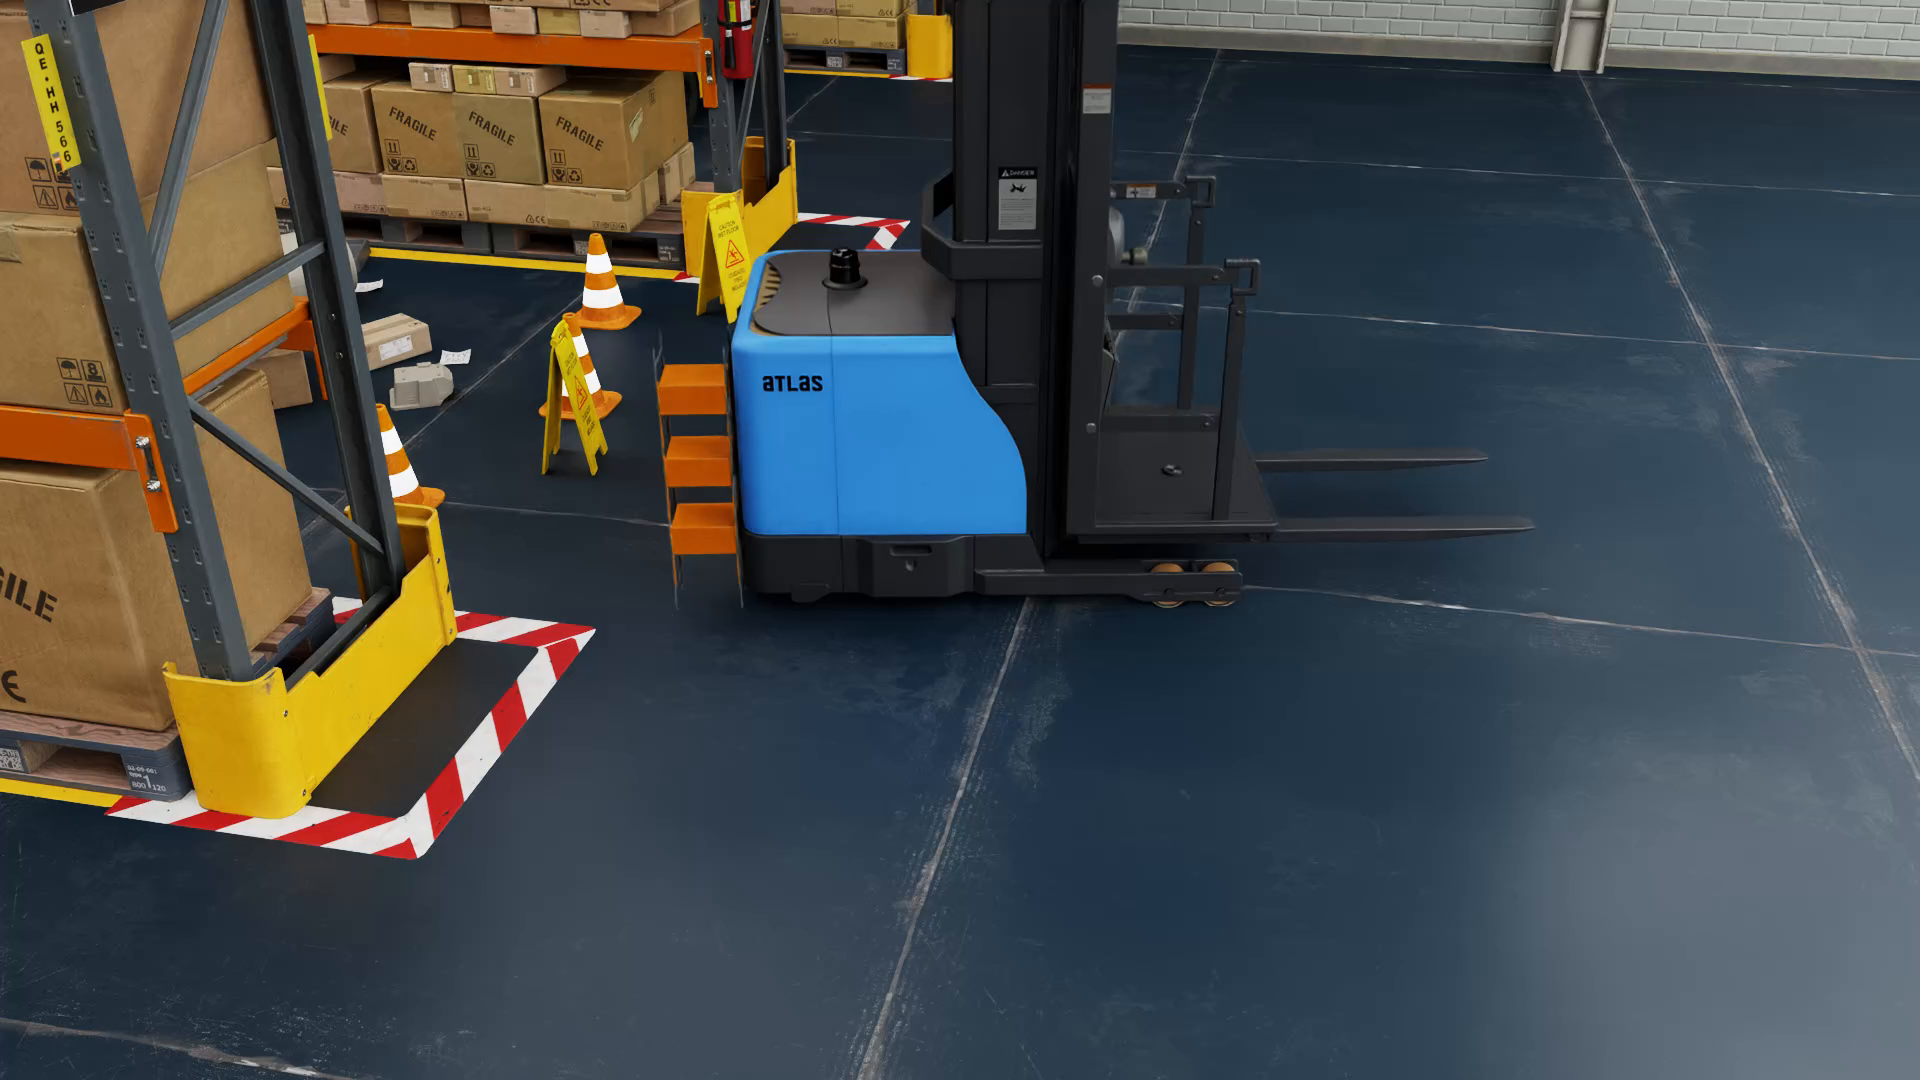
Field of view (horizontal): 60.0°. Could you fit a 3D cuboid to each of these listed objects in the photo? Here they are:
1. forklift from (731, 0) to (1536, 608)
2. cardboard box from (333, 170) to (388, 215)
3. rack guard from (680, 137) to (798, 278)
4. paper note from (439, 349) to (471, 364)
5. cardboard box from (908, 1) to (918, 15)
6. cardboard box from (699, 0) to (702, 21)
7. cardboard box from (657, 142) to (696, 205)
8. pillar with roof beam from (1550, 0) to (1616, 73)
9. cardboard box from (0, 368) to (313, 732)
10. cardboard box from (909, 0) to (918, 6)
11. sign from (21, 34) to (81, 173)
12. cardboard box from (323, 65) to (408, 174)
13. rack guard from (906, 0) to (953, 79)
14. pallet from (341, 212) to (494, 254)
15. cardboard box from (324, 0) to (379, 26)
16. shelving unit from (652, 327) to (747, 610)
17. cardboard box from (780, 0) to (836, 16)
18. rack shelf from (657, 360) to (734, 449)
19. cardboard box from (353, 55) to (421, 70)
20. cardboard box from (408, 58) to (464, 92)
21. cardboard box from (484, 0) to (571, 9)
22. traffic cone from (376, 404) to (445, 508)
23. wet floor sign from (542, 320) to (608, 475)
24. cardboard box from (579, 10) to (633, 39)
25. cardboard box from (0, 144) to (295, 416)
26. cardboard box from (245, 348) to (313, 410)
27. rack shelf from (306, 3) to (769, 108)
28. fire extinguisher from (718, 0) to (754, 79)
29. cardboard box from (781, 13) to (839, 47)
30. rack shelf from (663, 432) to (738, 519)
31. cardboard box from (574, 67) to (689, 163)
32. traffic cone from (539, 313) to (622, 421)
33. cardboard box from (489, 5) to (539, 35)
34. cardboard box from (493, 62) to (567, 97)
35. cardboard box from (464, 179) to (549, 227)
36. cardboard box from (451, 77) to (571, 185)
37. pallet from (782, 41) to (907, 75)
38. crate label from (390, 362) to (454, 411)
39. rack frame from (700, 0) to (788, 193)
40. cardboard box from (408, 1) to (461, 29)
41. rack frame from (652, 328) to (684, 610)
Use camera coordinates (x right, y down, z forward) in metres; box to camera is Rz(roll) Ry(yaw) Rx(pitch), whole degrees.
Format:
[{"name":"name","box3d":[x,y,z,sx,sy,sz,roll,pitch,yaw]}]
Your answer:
[{"name":"forklift","box3d":[0.688,-1.285,6.045,3.031,2.935,1.130,0,29,-1]},{"name":"cardboard box","box3d":[-3.562,-2.164,10.005,0.500,0.250,0.500,5,29,10]},{"name":"rack guard","box3d":[-1.289,-1.982,9.850,0.348,0.500,1.175,6,29,11]},{"name":"paper note","box3d":[-2.555,-0.928,8.414,0.142,0.019,0.148,-4,29,-7]},{"name":"cardboard box","box3d":[-0.621,-4.521,14.311,0.500,0.250,0.500,6,29,11]},{"name":"cardboard box","box3d":[-1.504,-3.092,9.535,0.250,0.149,0.380,6,29,11]},{"name":"cardboard box","box3d":[-1.946,-2.260,10.180,0.500,0.250,0.500,6,29,10]},{"name":"pillar with roof beam","box3d":[4.294,-5.903,8.162,0.400,9.000,9.100,6,29,11]},{"name":"cardboard box","box3d":[-2.826,-0.025,5.448,0.875,0.875,0.875,6,29,11]},{"name":"cardboard box","box3d":[-0.598,-4.744,14.198,0.500,0.250,0.500,6,29,11]},{"name":"sign","box3d":[-2.276,-1.094,4.173,0.005,0.325,0.100,6,29,11]},{"name":"cardboard box","box3d":[-3.573,-2.492,9.823,0.500,0.500,0.500,7,30,13]},{"name":"rack guard","box3d":[-0.158,-4.303,14.090,0.348,0.500,1.175,6,29,11]},{"name":"pallet","box3d":[-3.265,-2.077,10.323,1.213,0.211,1.003,6,29,11]},{"name":"cardboard box","box3d":[-3.384,-3.035,9.431,0.250,0.149,0.380,6,29,10]},{"name":"shelving unit","box3d":[-0.948,-0.249,6.109,0.252,1.050,0.215,-1,28,-2]},{"name":"cardboard box","box3d":[-1.211,-4.557,13.855,0.500,0.250,0.500,6,29,10]},{"name":"rack shelf","box3d":[-0.948,-0.490,5.981,0.240,0.259,0.215,-1,28,-2]},{"name":"cardboard box","box3d":[-3.495,-2.745,10.285,0.500,0.500,0.500,7,30,13]},{"name":"cardboard box","box3d":[-2.928,-2.679,9.490,0.250,0.149,0.380,7,29,13]},{"name":"cardboard box","box3d":[-2.292,-3.222,9.099,0.500,0.500,0.500,6,29,11]},{"name":"traffic cone","box3d":[-2.372,-0.343,6.895,0.334,0.463,0.336,6,29,11]},{"name":"wet floor sign","box3d":[-1.708,-0.630,7.229,0.232,0.644,0.267,1,29,2]},{"name":"cardboard box","box3d":[-1.896,-2.871,9.132,0.250,0.149,0.380,6,29,10]},{"name":"cardboard box","box3d":[-2.522,-0.818,4.964,0.550,0.550,0.875,6,29,11]},{"name":"cardboard box","box3d":[-3.461,-0.963,7.985,0.637,0.503,0.797,-14,32,-24]},{"name":"rack shelf","box3d":[-3.170,-2.956,9.774,4.000,0.370,1.077,6,29,11]},{"name":"fire extinguisher","box3d":[-1.199,-2.809,8.838,0.183,0.674,0.296,6,29,11]},{"name":"cardboard box","box3d":[-1.191,-4.333,13.968,0.500,0.250,0.500,6,29,11]},{"name":"rack shelf","box3d":[-0.948,-0.240,6.114,0.240,0.259,0.215,-1,28,-2]},{"name":"cardboard box","box3d":[-1.969,-2.591,10.004,0.500,0.500,0.500,5,29,9]},{"name":"traffic cone","box3d":[-1.804,-0.840,7.802,0.334,0.463,0.336,6,29,11]},{"name":"cardboard box","box3d":[-2.400,-2.918,9.218,0.250,0.149,0.380,6,29,11]},{"name":"cardboard box","box3d":[-2.426,-2.625,9.392,0.250,0.149,0.380,7,29,12]},{"name":"cardboard box","box3d":[-2.566,-2.059,9.814,0.500,0.250,0.500,6,29,11]},{"name":"cardboard box","box3d":[-2.564,-2.386,9.630,0.500,0.500,0.500,7,29,12]},{"name":"pallet","box3d":[-0.938,-4.236,14.268,1.213,0.211,1.003,6,29,11]},{"name":"crate label","box3d":[-2.586,-0.747,7.971,0.298,0.136,0.250,-9,30,-16]},{"name":"rack frame","box3d":[-1.215,-3.071,9.235,0.127,3.000,1.000,6,29,11]},{"name":"cardboard box","box3d":[-2.890,-2.993,9.355,0.250,0.149,0.380,6,29,10]},{"name":"rack frame","box3d":[-1.070,-0.247,6.105,0.008,1.050,0.200,-1,28,-2]}]
